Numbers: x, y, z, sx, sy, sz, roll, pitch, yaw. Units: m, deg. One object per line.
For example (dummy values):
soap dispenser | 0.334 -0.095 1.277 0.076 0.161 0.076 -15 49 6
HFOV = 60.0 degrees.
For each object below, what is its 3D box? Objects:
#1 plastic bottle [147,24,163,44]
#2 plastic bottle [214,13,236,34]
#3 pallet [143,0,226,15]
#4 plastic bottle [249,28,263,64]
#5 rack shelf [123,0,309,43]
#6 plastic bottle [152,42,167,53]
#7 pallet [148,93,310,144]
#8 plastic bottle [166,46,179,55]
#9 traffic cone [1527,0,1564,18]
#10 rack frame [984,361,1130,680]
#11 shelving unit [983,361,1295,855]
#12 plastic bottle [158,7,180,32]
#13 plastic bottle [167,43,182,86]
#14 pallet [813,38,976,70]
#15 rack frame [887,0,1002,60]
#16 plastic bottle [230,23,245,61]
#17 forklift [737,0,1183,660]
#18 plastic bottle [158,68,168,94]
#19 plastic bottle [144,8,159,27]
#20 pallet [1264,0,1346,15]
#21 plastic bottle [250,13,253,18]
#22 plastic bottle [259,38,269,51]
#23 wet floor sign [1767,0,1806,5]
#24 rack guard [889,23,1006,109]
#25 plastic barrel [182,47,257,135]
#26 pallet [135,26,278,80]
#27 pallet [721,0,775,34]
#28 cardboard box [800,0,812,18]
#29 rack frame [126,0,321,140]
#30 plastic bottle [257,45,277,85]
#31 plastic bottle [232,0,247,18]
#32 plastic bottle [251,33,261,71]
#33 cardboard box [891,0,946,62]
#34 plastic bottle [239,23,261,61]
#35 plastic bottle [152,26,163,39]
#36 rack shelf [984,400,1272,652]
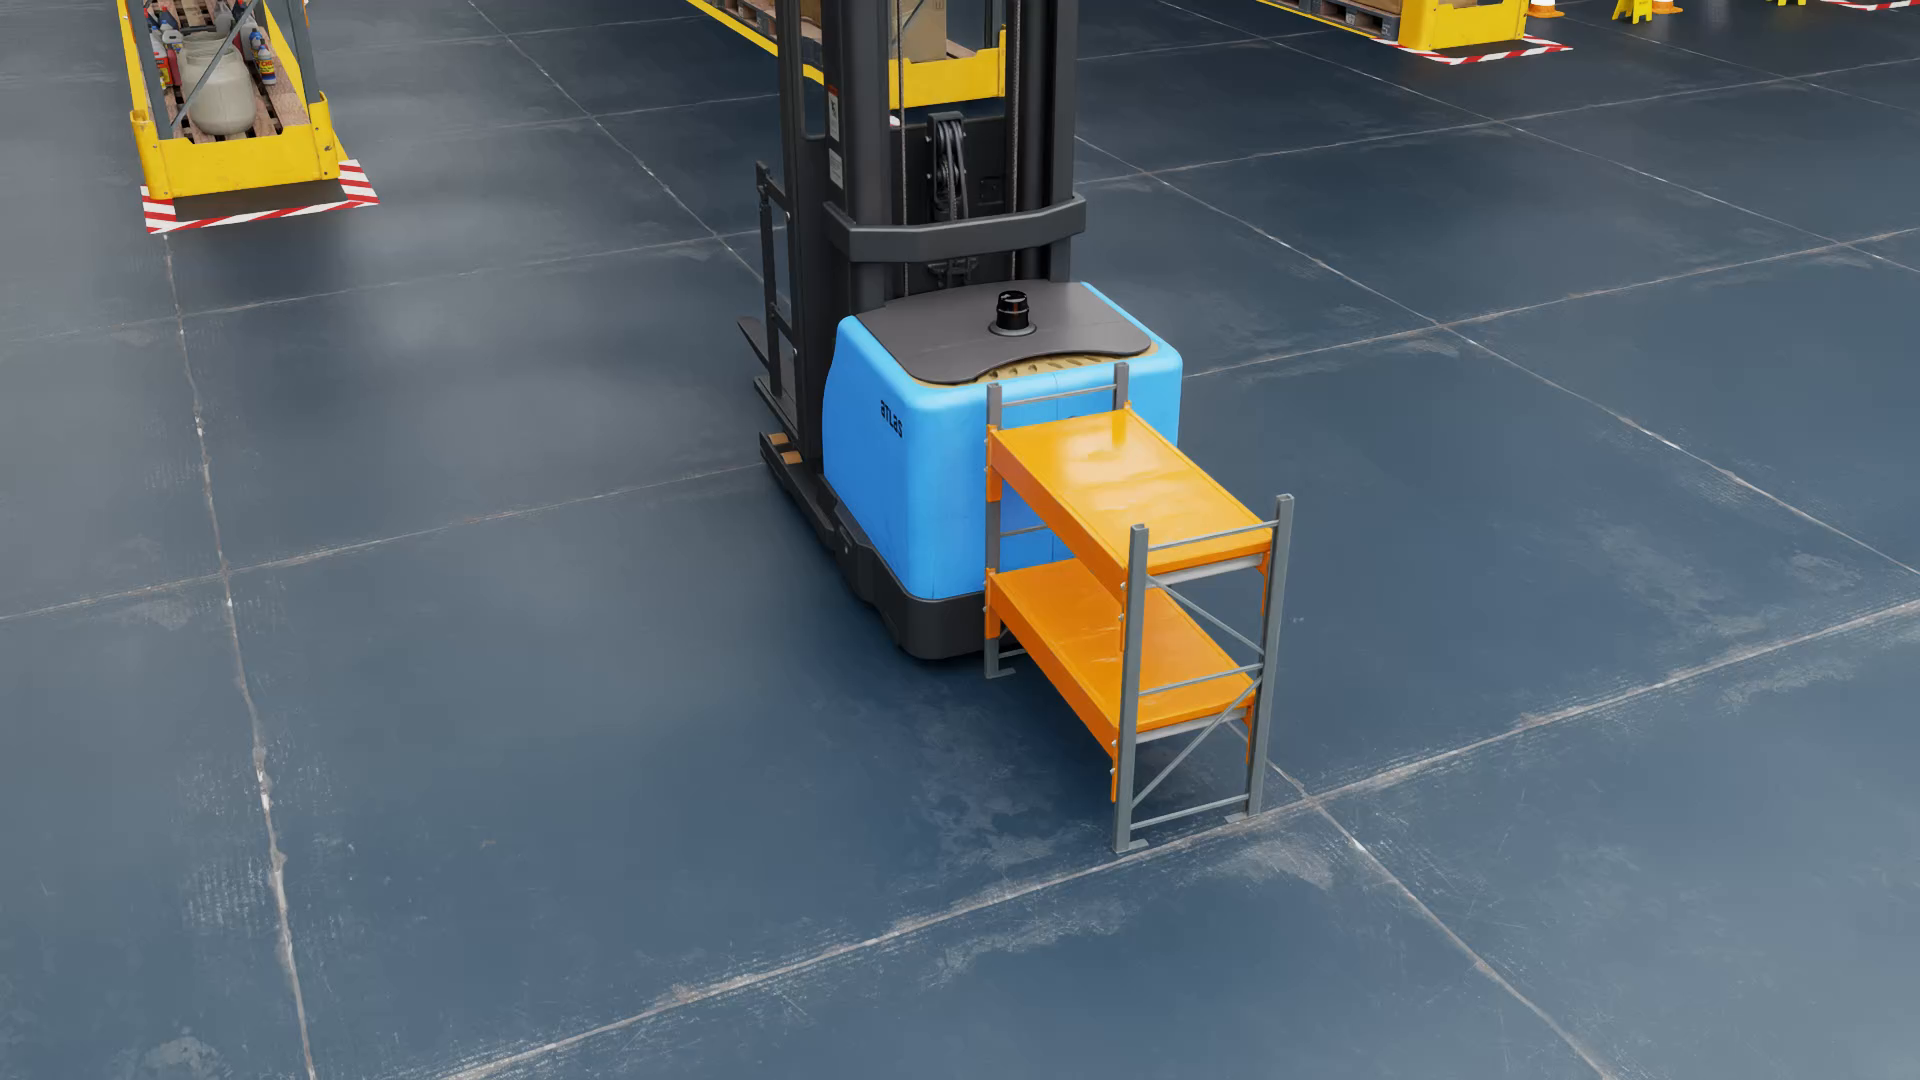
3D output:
plastic bottle | -6.113 -3.734 12.600 0.144 0.351 0.185 -13 32 -22
plastic bottle | -5.852 -4.065 13.267 0.152 0.276 0.135 -13 32 -22
pallet | -7.248 -5.074 15.583 1.003 0.211 1.213 -13 32 -22
plastic bottle | -5.405 -3.798 12.797 0.097 0.271 0.097 0 29 0
rack shelf | -5.489 -4.215 11.935 1.077 0.370 4.000 -13 32 -22
plastic bottle | -5.958 -3.547 12.343 0.152 0.276 0.135 -14 32 -23
pallet | -5.050 -2.813 11.550 1.003 0.211 1.213 -13 32 -22
plastic bottle | -5.943 -3.631 12.570 0.097 0.201 0.097 0 29 0
traffic cone | 5.420 -5.108 15.386 0.336 0.463 0.334 -13 32 -22
rack frame | 0.322 -0.050 5.688 0.500 1.125 0.032 -11 31 -19
shelving unit | 0.511 0.181 5.277 0.538 1.125 1.048 -11 31 -19
plastic bottle | -6.246 -4.035 13.138 0.144 0.351 0.185 -13 32 -22
plastic bottle | -5.803 -3.511 12.272 0.061 0.283 0.133 -13 32 -22
pallet | -0.507 -3.869 13.433 1.003 0.211 1.213 -13 32 -22
rack frame | -0.157 -4.685 12.038 1.000 3.000 0.127 -13 32 -22
plastic bottle | -5.620 -3.873 12.917 0.061 0.283 0.133 -13 32 -22
forklift | -0.230 -1.561 6.537 1.130 2.935 3.031 -11 31 -19
plastic bottle | -5.815 -3.336 12.043 0.097 0.201 0.097 0 29 0
plastic bottle | -6.376 -4.005 13.084 0.144 0.351 0.185 -12 32 -21
pallet | 3.432 -5.341 16.058 1.003 0.211 1.213 -13 32 -22
plastic bottle | -5.621 -4.047 13.228 0.061 0.283 0.133 -11 31 -19
plastic bottle | -5.208 -3.622 12.471 0.061 0.283 0.133 -13 32 -21
wet floor sign | 7.908 -5.430 15.775 0.267 0.644 0.232 -3 29 -5
rack guard | -0.190 -3.628 12.710 1.175 0.500 0.348 -13 32 -22
plastic barrel | -4.982 -3.018 11.179 0.421 0.512 0.421 0 29 0
pallet | -6.097 -3.890 13.472 1.003 0.211 1.213 -13 32 -22
pallet | -1.554 -4.947 15.356 1.003 0.211 1.213 -13 32 -22
cardboard box | -1.149 -4.851 14.460 0.500 0.500 0.500 -16 33 -26
rack frame | -4.631 -3.645 10.184 1.000 3.000 0.127 -13 32 -22
plastic bottle | -5.128 -3.513 12.288 0.097 0.271 0.097 0 29 0
plastic bottle | -5.811 -4.225 13.476 0.144 0.351 0.185 -14 32 -23
plastic bottle | -5.318 -3.709 12.637 0.097 0.271 0.097 0 29 0
cardboard box | -0.410 -4.057 13.045 0.500 0.500 0.500 -7 30 -13
plastic bottle | -5.524 -3.892 12.959 0.152 0.276 0.135 -12 32 -21
plastic bottle | -6.198 -3.830 12.853 0.097 0.271 0.097 0 29 0
rack shelf | 0.511 -0.074 5.134 0.538 0.278 1.000 -11 31 -19
